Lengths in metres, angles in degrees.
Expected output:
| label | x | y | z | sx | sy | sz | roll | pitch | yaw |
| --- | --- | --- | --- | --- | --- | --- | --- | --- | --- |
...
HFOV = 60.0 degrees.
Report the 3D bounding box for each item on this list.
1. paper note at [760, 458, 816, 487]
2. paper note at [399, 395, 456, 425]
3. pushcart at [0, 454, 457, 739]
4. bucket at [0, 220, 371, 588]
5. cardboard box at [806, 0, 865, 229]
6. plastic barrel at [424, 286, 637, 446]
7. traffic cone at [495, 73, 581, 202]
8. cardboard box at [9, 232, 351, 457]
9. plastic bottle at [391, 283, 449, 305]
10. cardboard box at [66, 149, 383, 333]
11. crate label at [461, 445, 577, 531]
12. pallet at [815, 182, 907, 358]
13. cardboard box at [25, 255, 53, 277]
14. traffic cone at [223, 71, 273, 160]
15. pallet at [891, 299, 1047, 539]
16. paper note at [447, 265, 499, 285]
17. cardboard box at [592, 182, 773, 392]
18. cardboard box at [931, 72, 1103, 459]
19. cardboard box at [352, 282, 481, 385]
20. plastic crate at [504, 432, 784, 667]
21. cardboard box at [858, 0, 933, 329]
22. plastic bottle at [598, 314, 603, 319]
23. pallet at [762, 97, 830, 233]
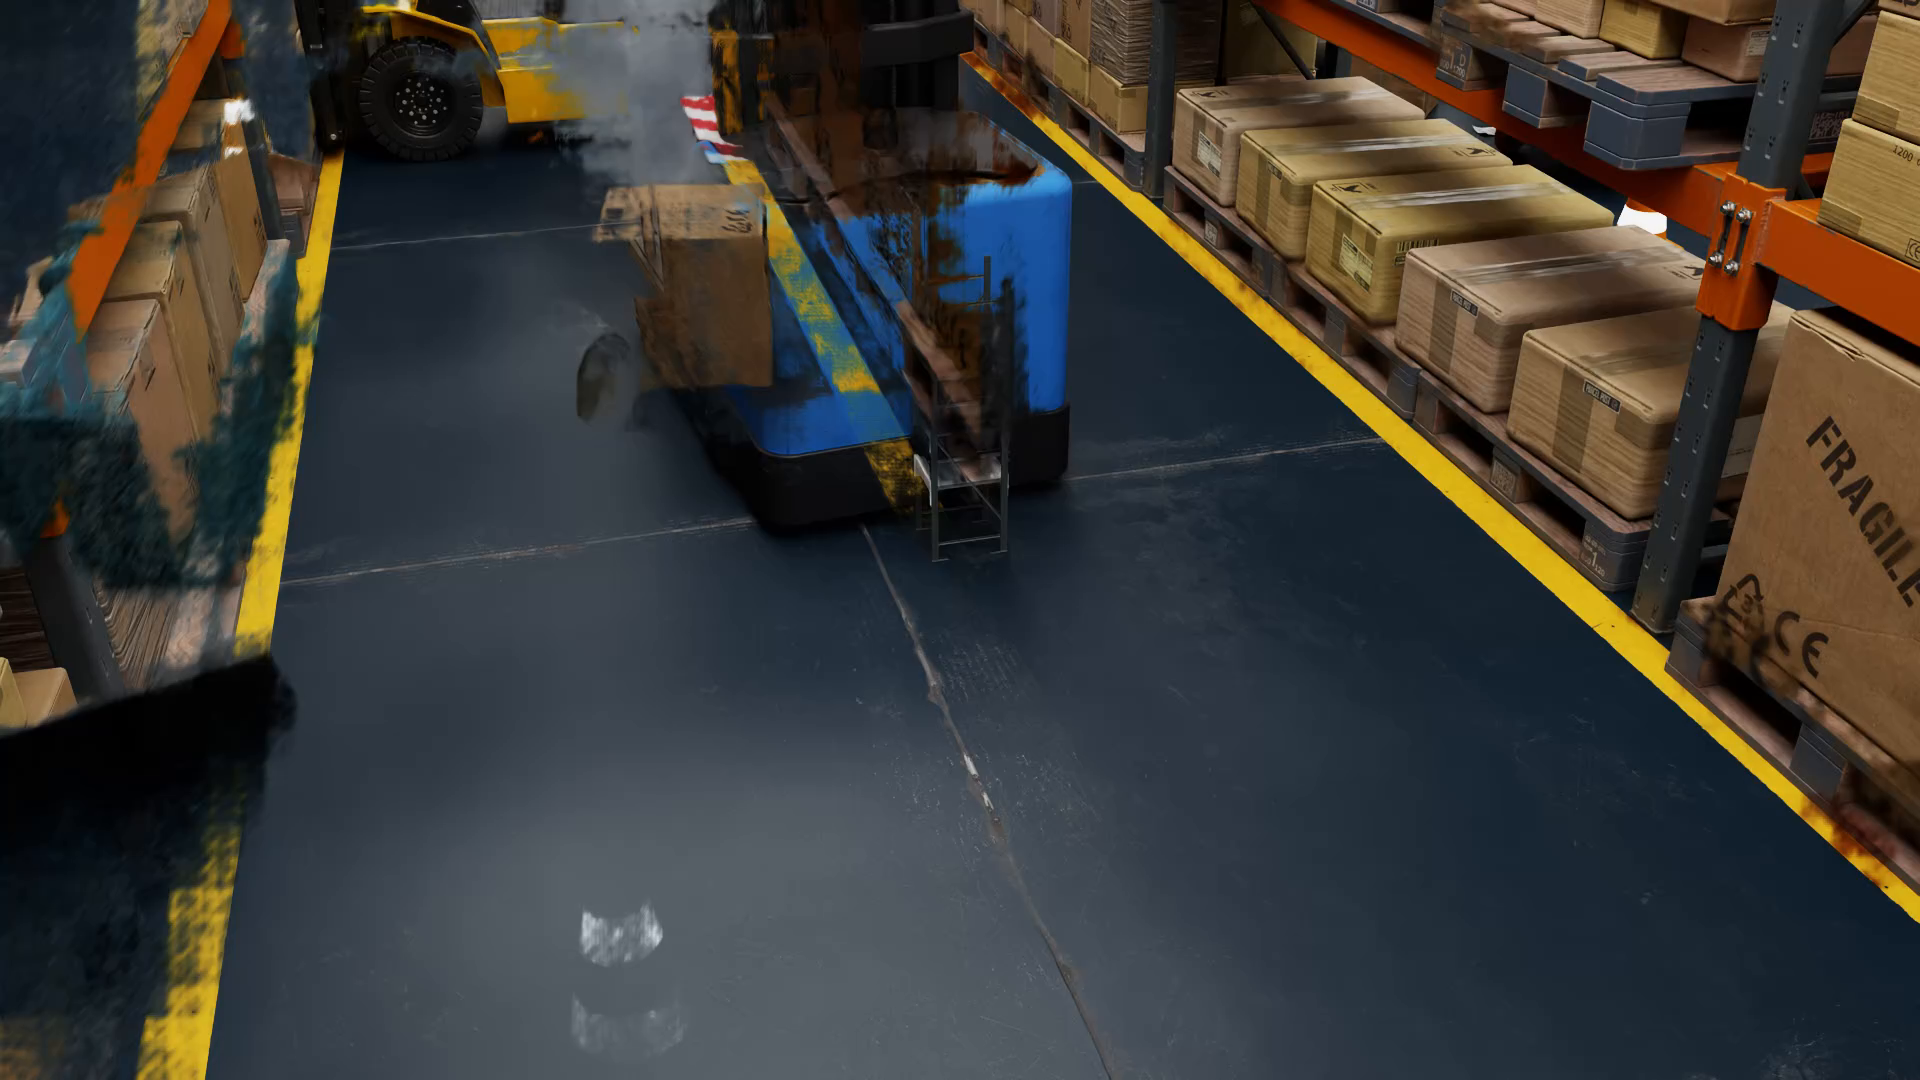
| label | x | y | z | sx | sy | sz | roll | pitch | yaw |
| --- | --- | --- | --- | --- | --- | --- | --- | --- | --- |
| paper note | 5.090 | -2.673 | 9.838 | 0.142 | 0.020 | 0.147 | 19 | 35 | 29 |
| paper note | 4.016 | -2.878 | 10.200 | 0.172 | 0.023 | 0.155 | 2 | 30 | 4 |
| pushcart | 3.580 | -2.239 | 8.742 | 1.648 | 0.377 | 0.936 | -20 | 35 | -30 |
| bucket | 3.882 | -2.754 | 8.764 | 0.726 | 0.611 | 0.620 | 2 | 40 | 4 |
| cardboard box | 5.559 | -4.205 | 11.222 | 0.875 | 0.875 | 0.875 | -8 | 31 | -14 |
| plastic barrel | 4.361 | -2.983 | 9.981 | 0.512 | 0.421 | 0.421 | 13 | 32 | 21 |
| traffic cone | 3.851 | -4.143 | 11.945 | 0.336 | 0.463 | 0.334 | -8 | 31 | -13 |
| cardboard box | 3.497 | -2.995 | 9.786 | 0.797 | 0.637 | 0.503 | -8 | 31 | -13 |
| plastic bottle | 3.771 | -3.281 | 10.857 | 0.133 | 0.061 | 0.283 | -20 | 35 | -30 |
| cardboard box | 3.241 | -3.387 | 10.599 | 0.637 | 0.503 | 0.797 | 19 | 35 | 29 |
| crate label | 4.419 | -2.625 | 9.648 | 0.250 | 0.136 | 0.298 | 19 | 35 | 29 |
| pallet | 5.687 | -3.515 | 11.112 | 1.003 | 0.211 | 1.213 | -8 | 31 | -13 |
| cardboard box | 2.629 | -3.381 | 10.943 | 0.380 | 0.149 | 0.250 | 7 | 31 | 13 |
| traffic cone | 2.672 | -4.157 | 11.969 | 0.336 | 0.463 | 0.334 | -8 | 31 | -13 |
| pallet | 6.015 | -2.925 | 10.092 | 1.003 | 0.211 | 1.213 | -8 | 31 | -13 |
| paper note | 3.848 | -3.437 | 11.159 | 0.144 | 0.017 | 0.142 | 2 | 30 | 4 |
| cardboard box | 4.740 | -3.286 | 10.426 | 0.500 | 0.500 | 0.500 | -3 | 30 | -5 |
| cardboard box | 6.042 | -3.329 | 9.709 | 0.875 | 0.875 | 0.875 | -7 | 31 | -13 |
| cardboard box | 3.909 | -3.156 | 10.437 | 0.396 | 0.266 | 0.258 | -3 | 30 | -5 |
| plastic crate | 4.832 | -2.472 | 9.275 | 0.450 | 0.188 | 0.662 | 16 | 32 | 7 |
| cardboard box | 5.799 | -3.764 | 10.460 | 0.875 | 0.875 | 0.875 | -8 | 31 | -13 |
| plastic bottle | 4.291 | -3.162 | 10.653 | 0.283 | 0.061 | 0.133 | -20 | 35 | -30 |
| pallet | 5.367 | -4.103 | 12.128 | 1.003 | 0.211 | 1.213 | -8 | 31 | -13 |
